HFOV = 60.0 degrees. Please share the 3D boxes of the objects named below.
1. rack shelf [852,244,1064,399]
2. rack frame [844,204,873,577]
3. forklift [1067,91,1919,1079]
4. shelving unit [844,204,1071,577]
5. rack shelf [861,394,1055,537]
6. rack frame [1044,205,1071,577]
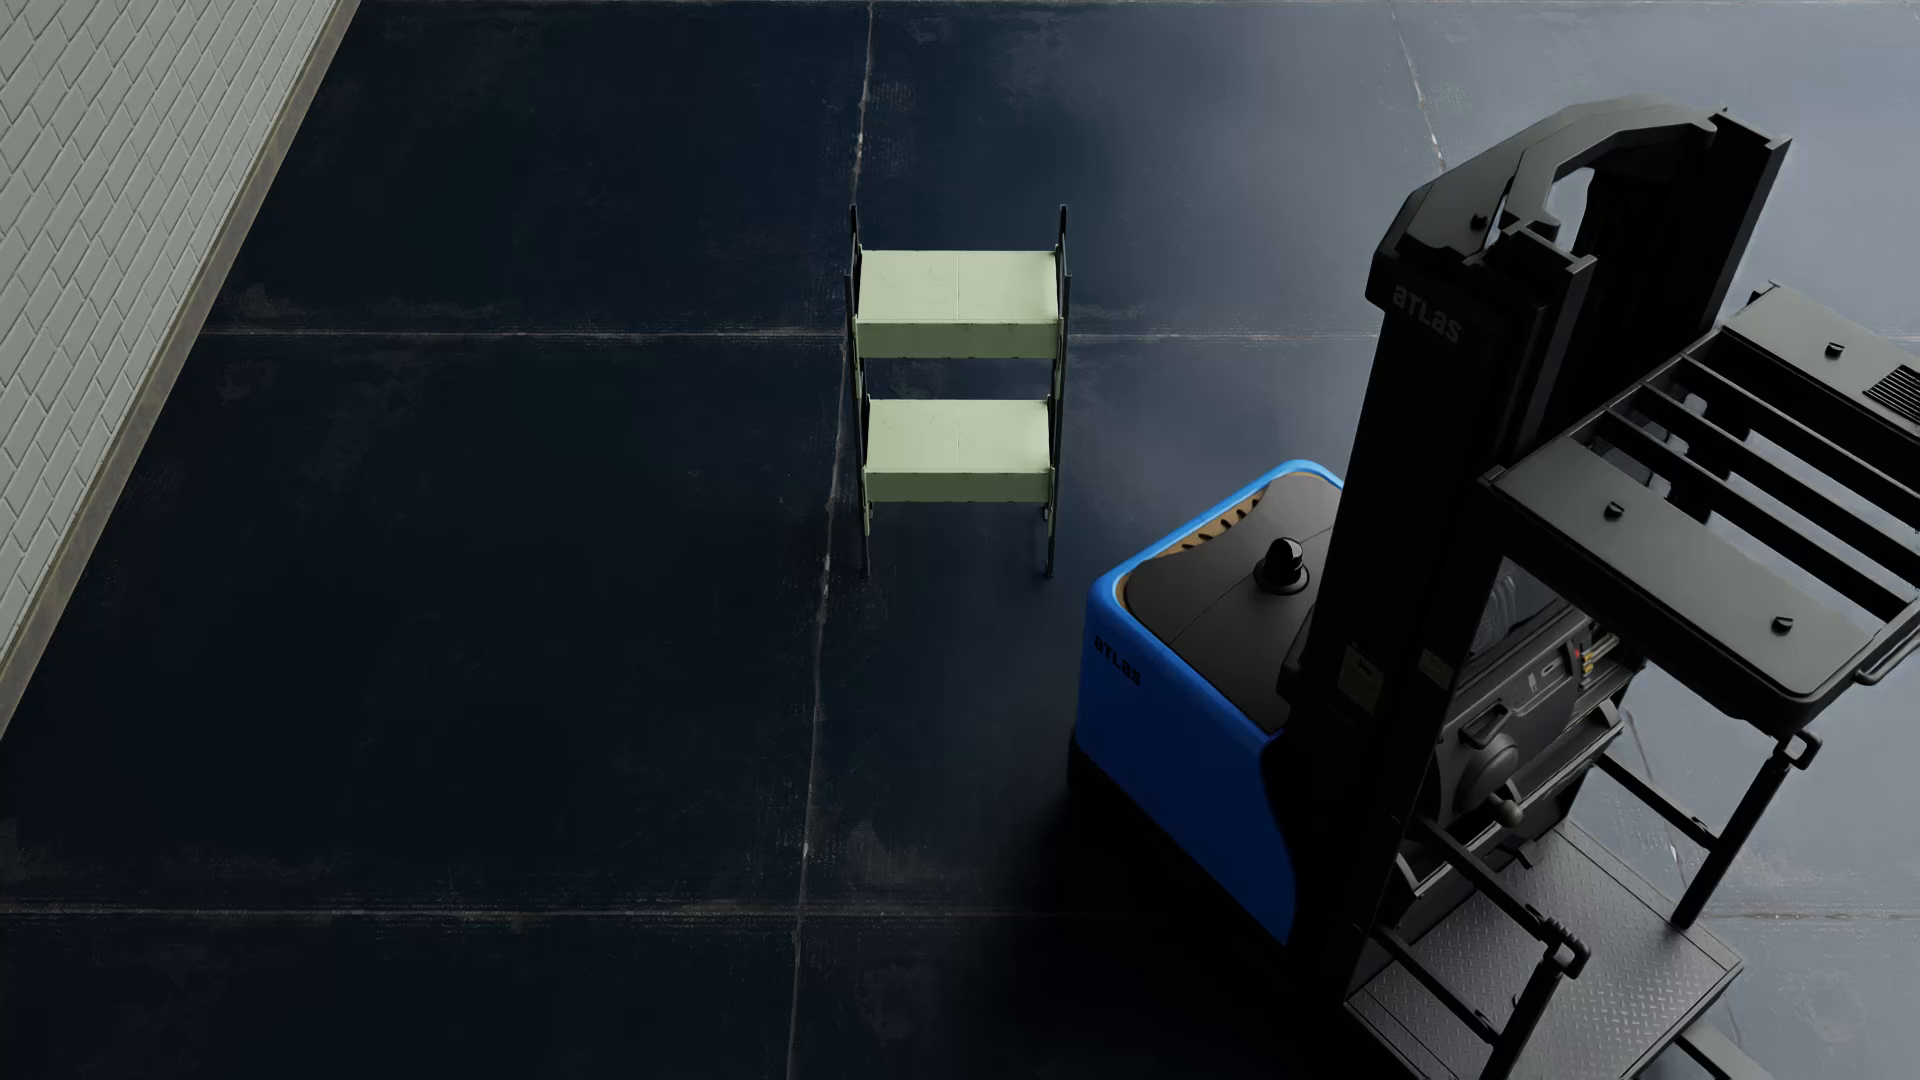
[{"bbox_3d":[-0.007,-0.777,5.915,0.720,0.370,0.431,0,47,0],"label":"rack shelf"},{"bbox_3d":[-0.373,-0.512,6.202,0.023,1.500,0.400,0,47,0],"label":"rack frame"},{"bbox_3d":[1.688,0.502,4.281,1.130,2.935,3.031,-30,54,-25],"label":"forklift"},{"bbox_3d":[-0.007,-0.511,6.201,0.755,1.500,0.431,0,47,0],"label":"shelving unit"},{"bbox_3d":[-0.007,-0.289,6.440,0.720,0.370,0.431,0,47,0],"label":"rack shelf"},{"bbox_3d":[0.359,-0.510,6.200,0.023,1.500,0.400,0,47,0],"label":"rack frame"}]
